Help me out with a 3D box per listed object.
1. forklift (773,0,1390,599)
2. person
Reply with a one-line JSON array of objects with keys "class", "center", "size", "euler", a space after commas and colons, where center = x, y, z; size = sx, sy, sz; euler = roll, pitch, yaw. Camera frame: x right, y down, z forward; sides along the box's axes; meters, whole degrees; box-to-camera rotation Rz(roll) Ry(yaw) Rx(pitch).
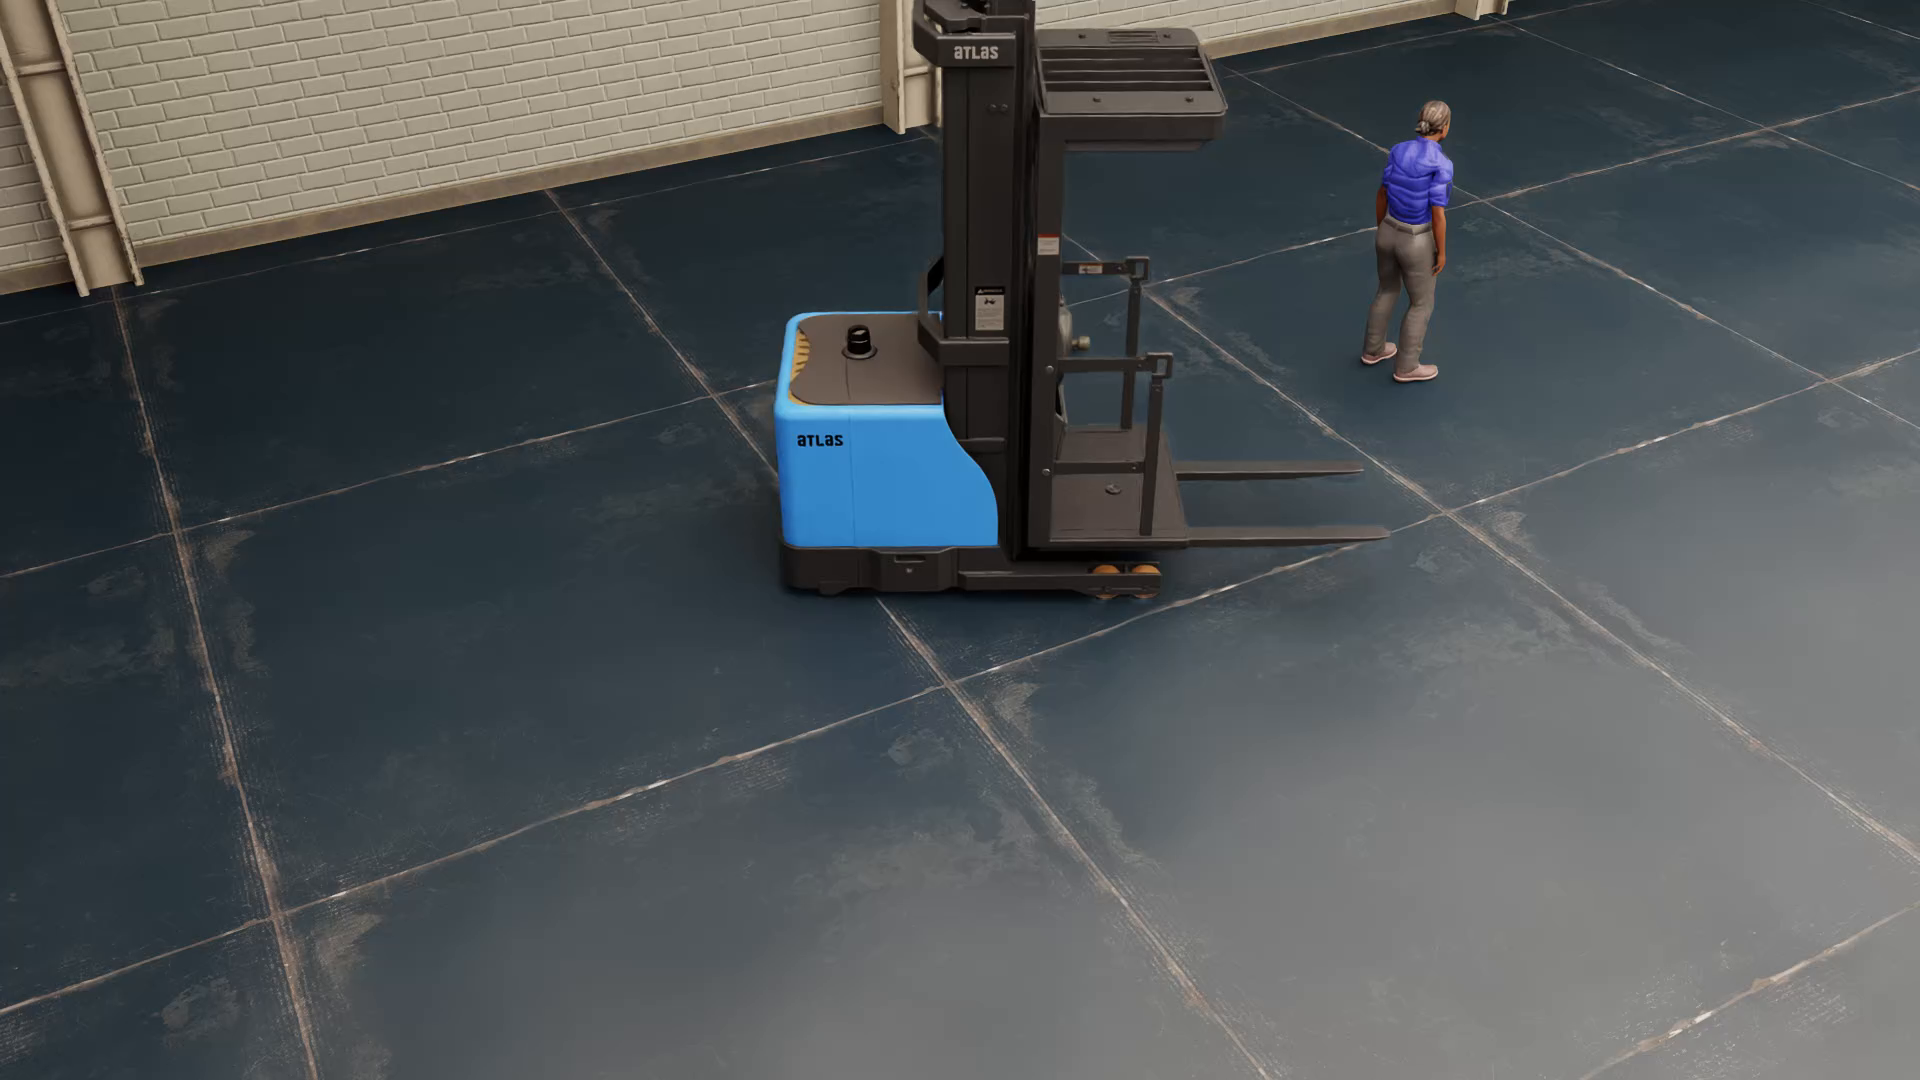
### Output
[{"class": "forklift", "center": [0.628, -1.213, 7.840], "size": [3.031, 2.935, 1.130], "euler": [0, 35, -1]}, {"class": "person", "center": [2.632, -1.728, 9.690], "size": [0.351, 1.639, 0.519], "euler": [-23, 41, -29]}]
